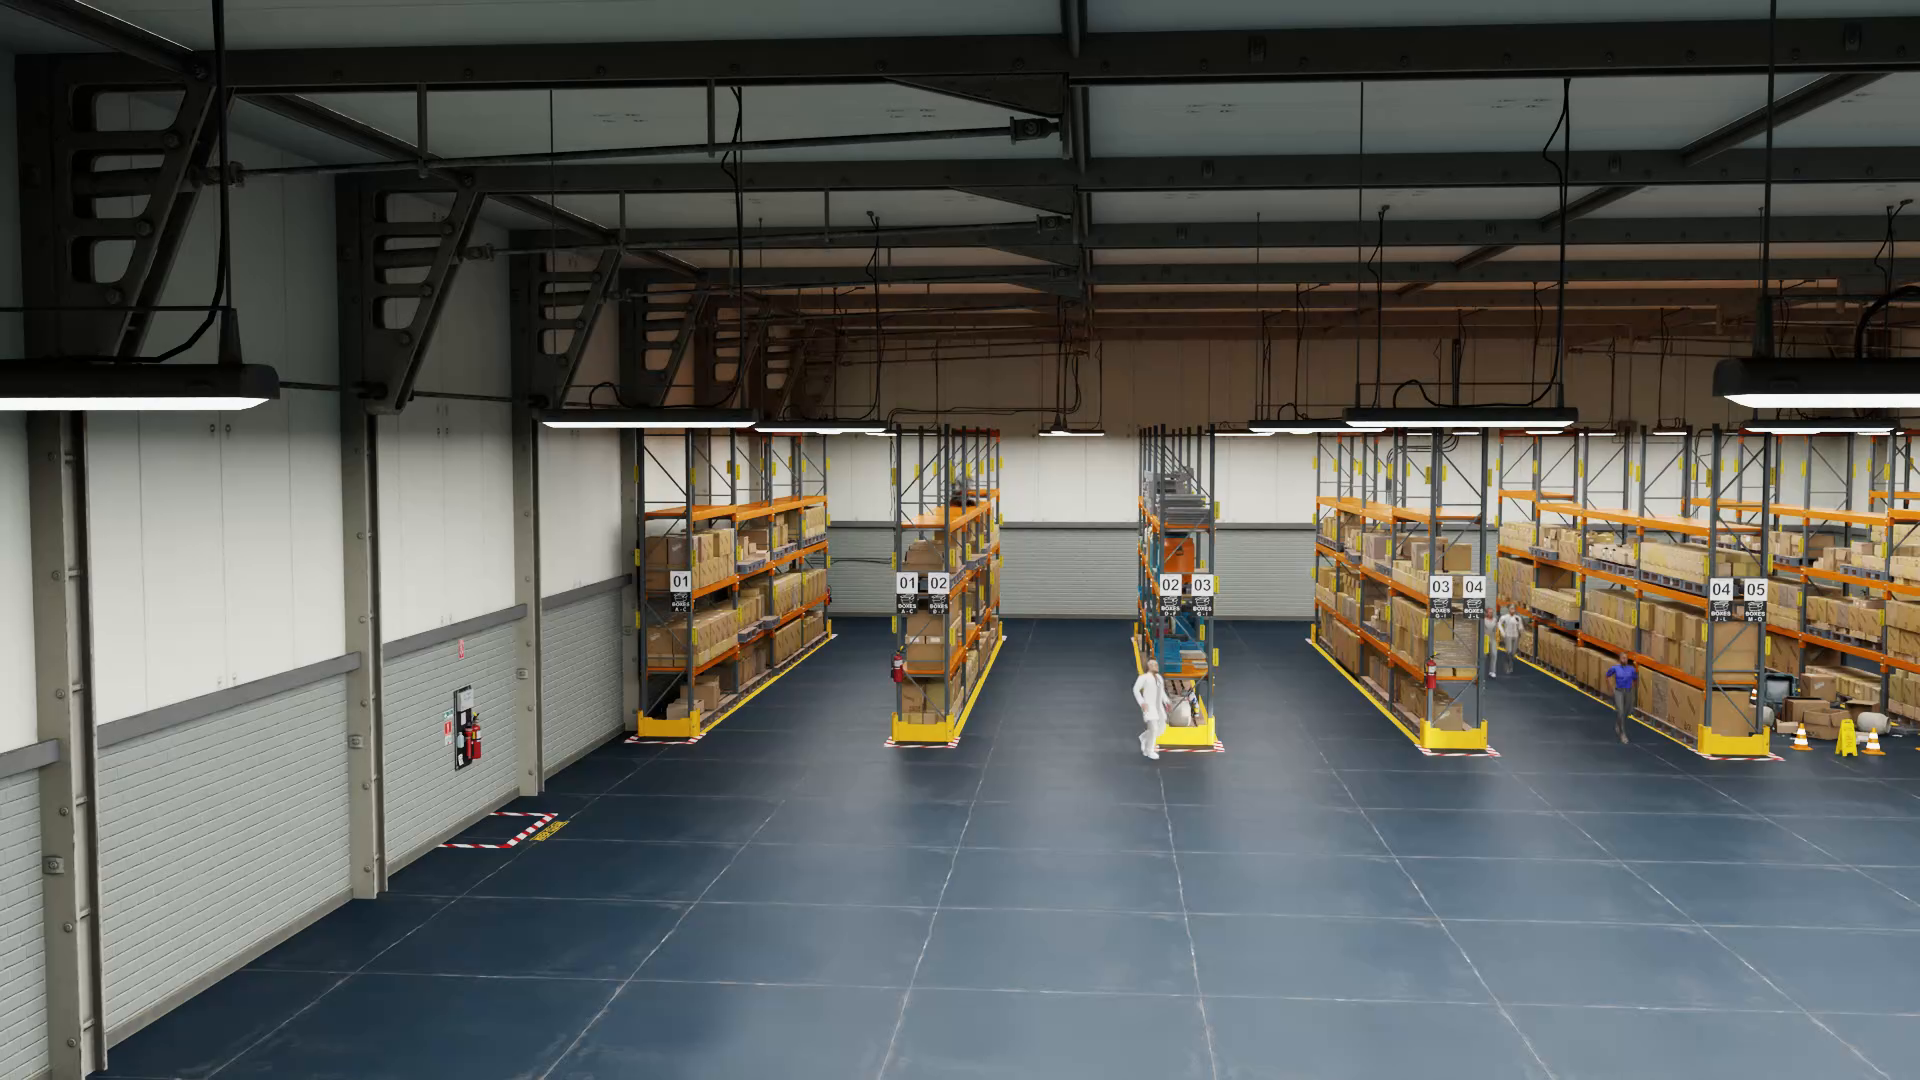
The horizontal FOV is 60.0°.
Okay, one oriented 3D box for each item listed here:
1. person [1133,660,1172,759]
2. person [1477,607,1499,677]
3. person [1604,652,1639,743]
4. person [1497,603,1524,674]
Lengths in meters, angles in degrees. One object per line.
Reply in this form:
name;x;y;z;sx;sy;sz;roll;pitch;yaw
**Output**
person;3.480;3.044;30.048;0.770;1.728;0.586;-3;4;-37
person;12.762;2.444;40.208;0.550;1.656;0.926;0;3;-4
person;12.596;3.015;31.643;0.571;1.581;0.842;0;3;3
person;13.461;2.413;40.594;0.590;1.744;0.683;0;3;2
